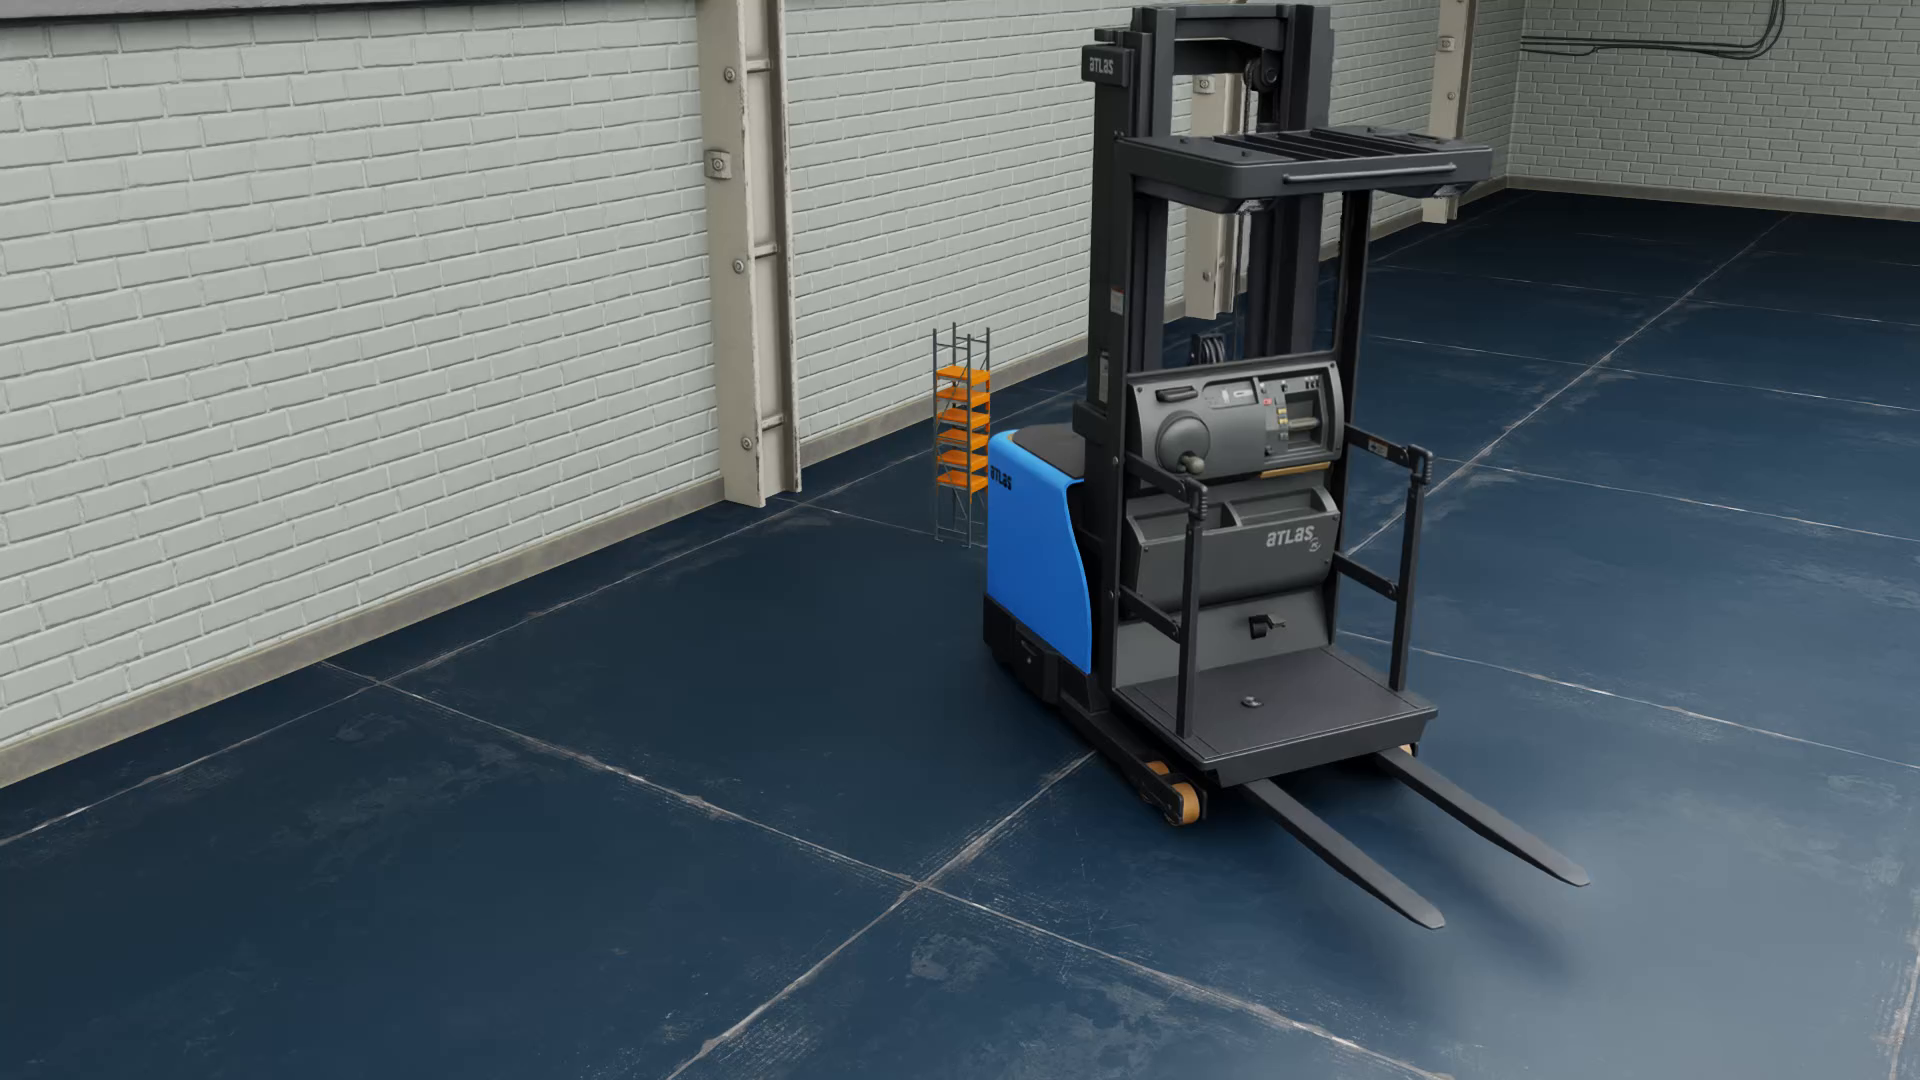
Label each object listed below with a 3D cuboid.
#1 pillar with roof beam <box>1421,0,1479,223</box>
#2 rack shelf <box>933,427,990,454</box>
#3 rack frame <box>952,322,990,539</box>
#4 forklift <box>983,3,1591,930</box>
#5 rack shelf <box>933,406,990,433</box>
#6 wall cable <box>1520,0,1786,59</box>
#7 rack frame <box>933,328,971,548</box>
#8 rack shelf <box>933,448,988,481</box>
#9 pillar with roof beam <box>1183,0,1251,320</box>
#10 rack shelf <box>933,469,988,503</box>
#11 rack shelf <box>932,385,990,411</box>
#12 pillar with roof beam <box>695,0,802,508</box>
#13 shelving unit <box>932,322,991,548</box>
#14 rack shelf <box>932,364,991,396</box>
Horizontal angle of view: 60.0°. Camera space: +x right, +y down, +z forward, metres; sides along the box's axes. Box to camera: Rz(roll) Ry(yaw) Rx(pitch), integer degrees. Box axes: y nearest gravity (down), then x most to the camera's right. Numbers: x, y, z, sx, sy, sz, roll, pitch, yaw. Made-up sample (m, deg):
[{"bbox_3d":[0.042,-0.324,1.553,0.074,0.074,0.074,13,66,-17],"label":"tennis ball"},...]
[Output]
[{"bbox_3d":[9.113,-7.100,15.488,9.100,9.000,0.400,13,24,32],"label":"pillar with roof beam"},{"bbox_3d":[0.008,-0.525,9.083,0.258,0.103,0.180,13,24,32],"label":"rack shelf"},{"bbox_3d":[0.060,-0.593,9.139,0.240,1.200,0.006,13,24,32],"label":"rack frame"},{"bbox_3d":[1.178,-0.456,6.274,1.130,2.935,3.031,-9,22,-23],"label":"forklift"},{"bbox_3d":[0.008,-0.638,9.042,0.258,0.103,0.180,13,24,32],"label":"rack shelf"},{"bbox_3d":[8.302,-7.071,19.884,3.097,2.526,0.112,13,24,32],"label":"wall cable"},{"bbox_3d":[-0.043,-0.541,8.997,0.240,1.200,0.006,13,24,32],"label":"rack frame"},{"bbox_3d":[0.008,-0.413,9.125,0.258,0.103,0.180,13,24,32],"label":"rack shelf"},{"bbox_3d":[5.740,-5.378,10.834,9.100,9.000,0.400,13,24,32],"label":"pillar with roof beam"},{"bbox_3d":[0.008,-0.300,9.167,0.258,0.103,0.180,13,24,32],"label":"rack shelf"},{"bbox_3d":[0.008,-0.750,9.000,0.258,0.103,0.180,13,24,32],"label":"rack shelf"},{"bbox_3d":[2.367,-3.657,6.180,9.100,9.000,0.400,13,24,32],"label":"pillar with roof beam"},{"bbox_3d":[0.008,-0.567,9.068,0.258,1.200,0.189,13,24,32],"label":"shelving unit"},{"bbox_3d":[0.008,-0.863,8.959,0.258,0.103,0.180,13,24,32],"label":"rack shelf"}]
